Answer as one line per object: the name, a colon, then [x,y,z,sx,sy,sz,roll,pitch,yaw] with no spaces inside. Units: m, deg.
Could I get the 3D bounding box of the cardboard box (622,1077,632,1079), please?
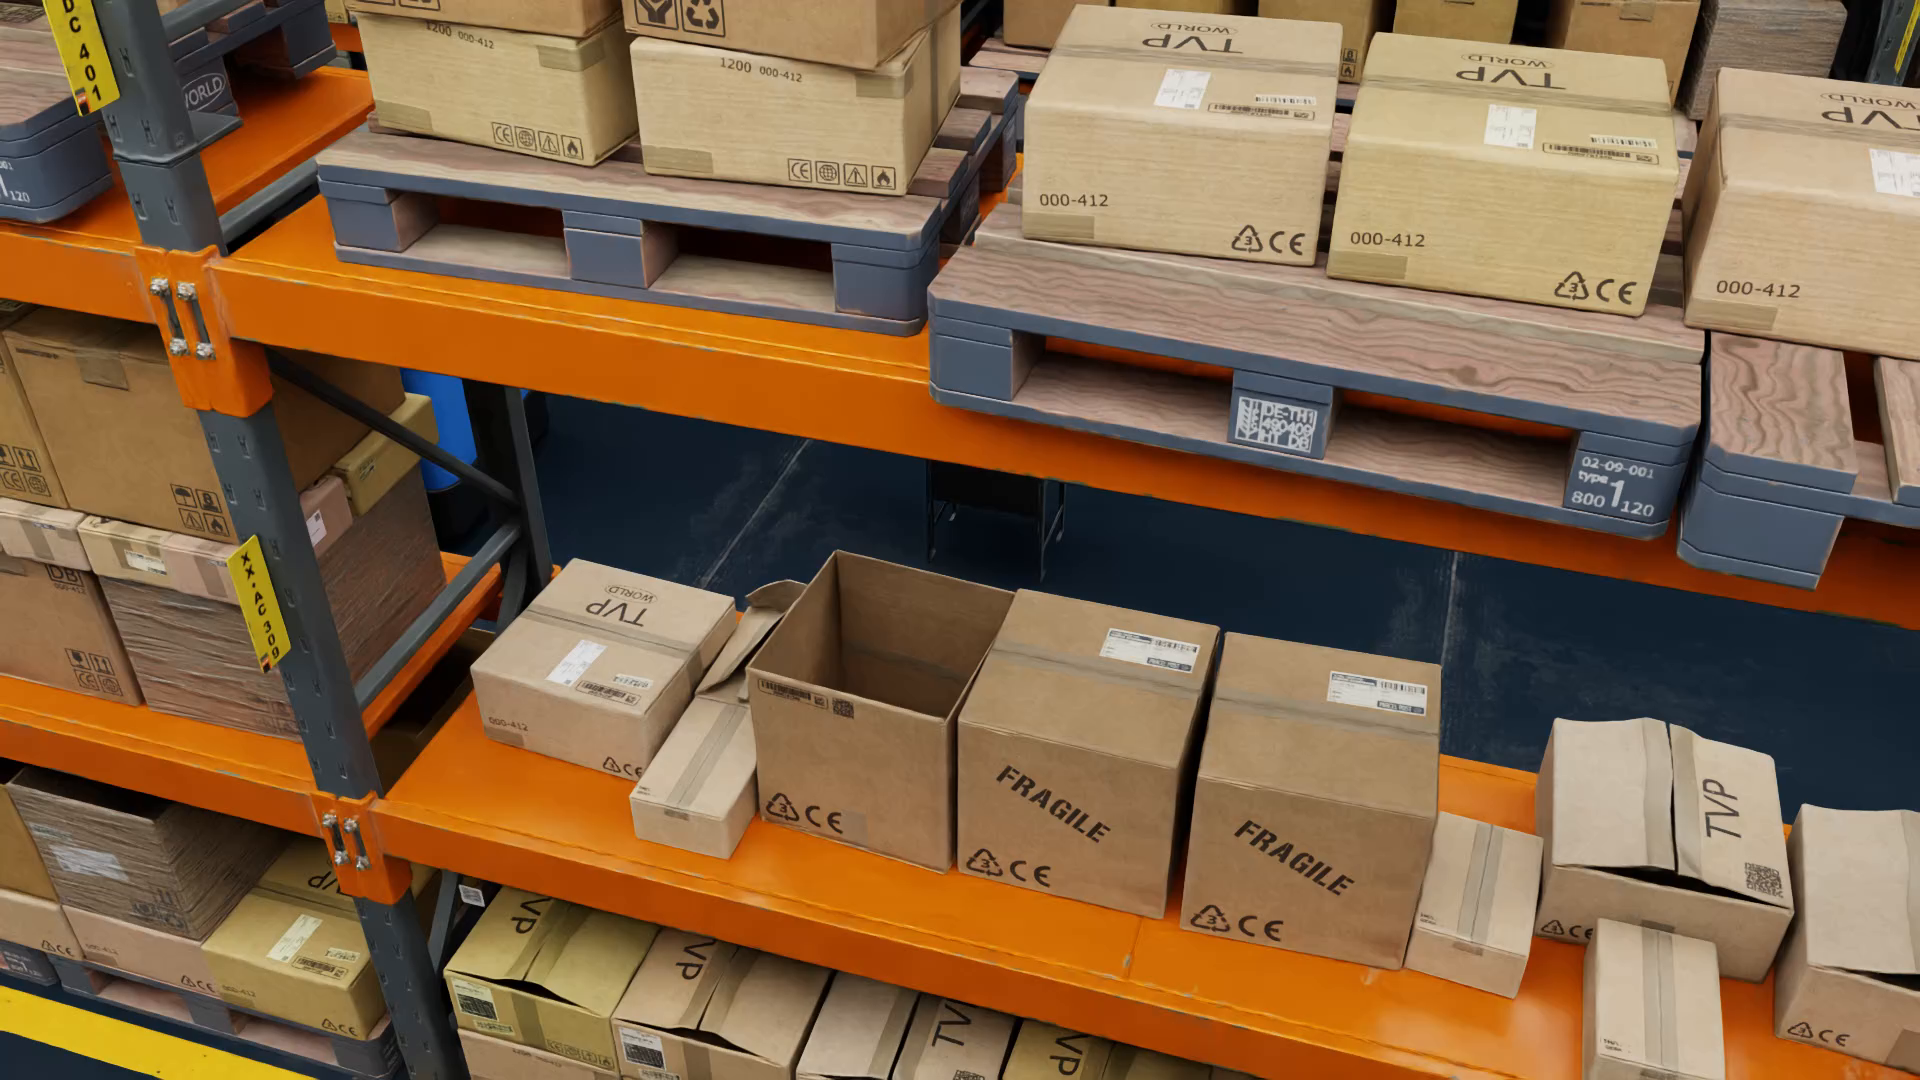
cardboard box: [-0.605,1.454,4.710,0.500,0.250,0.500,11,38,15]

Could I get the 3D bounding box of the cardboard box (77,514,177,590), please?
cardboard box: [-1.963,-0.060,4.170,0.250,0.149,0.380,10,37,13]

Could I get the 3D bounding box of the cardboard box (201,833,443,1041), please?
cardboard box: [-1.912,1.193,5.064,0.500,0.250,0.500,10,38,14]

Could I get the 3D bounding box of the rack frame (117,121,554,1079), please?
rack frame: [-1.404,0.213,4.430,0.127,3.000,1.000,10,38,14]

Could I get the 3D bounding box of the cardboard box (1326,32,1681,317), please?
cardboard box: [0.916,-0.635,2.824,0.500,0.250,0.500,10,37,13]

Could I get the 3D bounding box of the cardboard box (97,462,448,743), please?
cardboard box: [-1.829,0.098,4.502,0.500,0.500,0.700,10,37,13]

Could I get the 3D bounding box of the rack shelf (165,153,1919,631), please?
rack shelf: [0.505,-0.352,3.274,4.000,0.370,1.077,10,38,14]

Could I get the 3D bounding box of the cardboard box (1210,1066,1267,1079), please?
cardboard box: [0.862,1.500,4.174,0.500,0.311,0.500,10,38,14]

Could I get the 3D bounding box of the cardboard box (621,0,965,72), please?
cardboard box: [-0.276,-1.187,2.941,0.500,0.500,0.500,14,39,18]

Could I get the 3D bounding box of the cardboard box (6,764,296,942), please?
cardboard box: [-2.385,0.796,4.971,0.500,0.500,0.500,10,38,14]

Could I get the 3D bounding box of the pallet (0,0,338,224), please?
pallet: [-2.226,-1.096,3.752,1.213,0.211,1.003,10,38,14]

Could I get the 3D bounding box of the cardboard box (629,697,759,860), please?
cardboard box: [-0.619,0.586,4.135,0.250,0.149,0.380,10,38,14]

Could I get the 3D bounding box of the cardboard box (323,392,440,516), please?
cardboard box: [-1.602,-0.246,4.422,0.250,0.149,0.380,10,38,14]

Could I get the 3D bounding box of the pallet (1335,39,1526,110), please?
pallet: [1.986,-2.133,7.779,1.213,0.211,1.003,10,38,14]

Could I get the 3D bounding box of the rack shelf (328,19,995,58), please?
rack shelf: [-1.839,-2.654,8.933,4.000,0.370,1.077,10,38,14]

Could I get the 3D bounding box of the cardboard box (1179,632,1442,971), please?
cardboard box: [0.808,0.592,3.830,0.500,0.500,0.500,9,37,11]

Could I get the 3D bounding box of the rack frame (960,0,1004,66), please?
rack frame: [0.070,-2.591,8.239,0.127,3.000,1.000,10,38,14]

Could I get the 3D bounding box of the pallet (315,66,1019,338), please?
pallet: [-0.558,-0.770,3.396,1.217,0.209,0.805,9,37,12]

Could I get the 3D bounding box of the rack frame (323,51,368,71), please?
rack frame: [-3.748,-3.298,9.200,0.127,3.000,1.000,10,38,14]

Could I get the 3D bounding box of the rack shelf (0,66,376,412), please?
rack shelf: [-3.313,-1.059,4.235,4.000,0.370,1.077,10,38,14]

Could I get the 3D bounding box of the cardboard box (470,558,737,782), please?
cardboard box: [-0.921,0.336,4.390,0.500,0.250,0.500,13,38,17]

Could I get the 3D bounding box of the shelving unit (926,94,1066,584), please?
shelving unit: [0.158,-0.816,6.588,0.503,2.100,0.431,10,38,14]

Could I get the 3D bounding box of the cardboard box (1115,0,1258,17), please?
cardboard box: [1.077,-2.596,7.791,0.500,0.500,0.700,14,39,19]

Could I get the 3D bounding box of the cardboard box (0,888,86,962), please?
cardboard box: [-2.867,1.019,5.301,0.500,0.250,0.500,10,38,14]

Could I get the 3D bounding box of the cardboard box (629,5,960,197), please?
cardboard box: [-0.293,-0.894,3.176,0.500,0.250,0.500,7,37,9]

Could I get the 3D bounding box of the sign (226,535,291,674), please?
sign: [-1.568,0.147,3.723,0.005,0.325,0.100,10,38,14]

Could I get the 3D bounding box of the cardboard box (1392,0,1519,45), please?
cardboard box: [2.240,-2.386,7.506,0.500,0.500,0.700,10,38,14]

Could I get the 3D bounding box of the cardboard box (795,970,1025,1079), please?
cardboard box: [-0.113,1.322,4.416,0.500,0.311,0.500,9,37,12]

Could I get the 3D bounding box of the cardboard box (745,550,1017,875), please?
cardboard box: [-0.173,0.411,4.077,0.500,0.500,0.500,13,38,17]

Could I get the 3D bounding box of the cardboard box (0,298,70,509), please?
cardboard box: [-2.312,-0.513,4.238,0.500,0.500,0.700,10,38,14]

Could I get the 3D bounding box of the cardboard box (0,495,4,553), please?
cardboard box: [-2.464,-0.151,4.293,0.250,0.149,0.380,10,38,14]

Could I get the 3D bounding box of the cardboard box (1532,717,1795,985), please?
cardboard box: [1.618,0.688,3.860,0.500,0.311,0.500,10,38,13]

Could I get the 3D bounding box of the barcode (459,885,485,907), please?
barcode: [-1.284,0.936,4.375,0.075,0.075,0.001,10,38,14]

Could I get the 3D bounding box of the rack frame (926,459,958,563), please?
rack frame: [-0.075,-0.860,6.646,0.015,2.100,0.400,10,38,14]

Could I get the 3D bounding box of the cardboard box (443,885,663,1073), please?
cardboard box: [-1.084,1.139,4.664,0.500,0.311,0.500,11,38,14]

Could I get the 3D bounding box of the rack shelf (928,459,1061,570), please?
rack shelf: [0.158,-0.242,7.011,0.480,0.518,0.431,10,38,14]

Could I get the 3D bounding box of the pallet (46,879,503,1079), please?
pallet: [-2.150,1.172,5.480,1.213,0.211,1.003,10,38,14]

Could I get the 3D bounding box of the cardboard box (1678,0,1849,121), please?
cardboard box: [3.436,-2.178,7.224,0.500,0.500,0.700,6,37,8]

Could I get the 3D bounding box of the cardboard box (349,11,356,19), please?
cardboard box: [-2.877,-2.896,8.763,0.500,0.250,0.500,9,37,12]

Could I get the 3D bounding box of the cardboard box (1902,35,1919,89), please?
cardboard box: [4.417,-2.117,7.244,0.500,0.500,0.500,11,38,14]

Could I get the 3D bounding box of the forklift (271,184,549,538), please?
forklift: [-3.519,-1.603,6.956,3.031,2.935,1.130,7,37,9]

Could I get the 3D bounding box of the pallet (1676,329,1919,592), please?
pallet: [1.740,-0.281,2.731,1.003,0.211,1.213,12,38,16]
